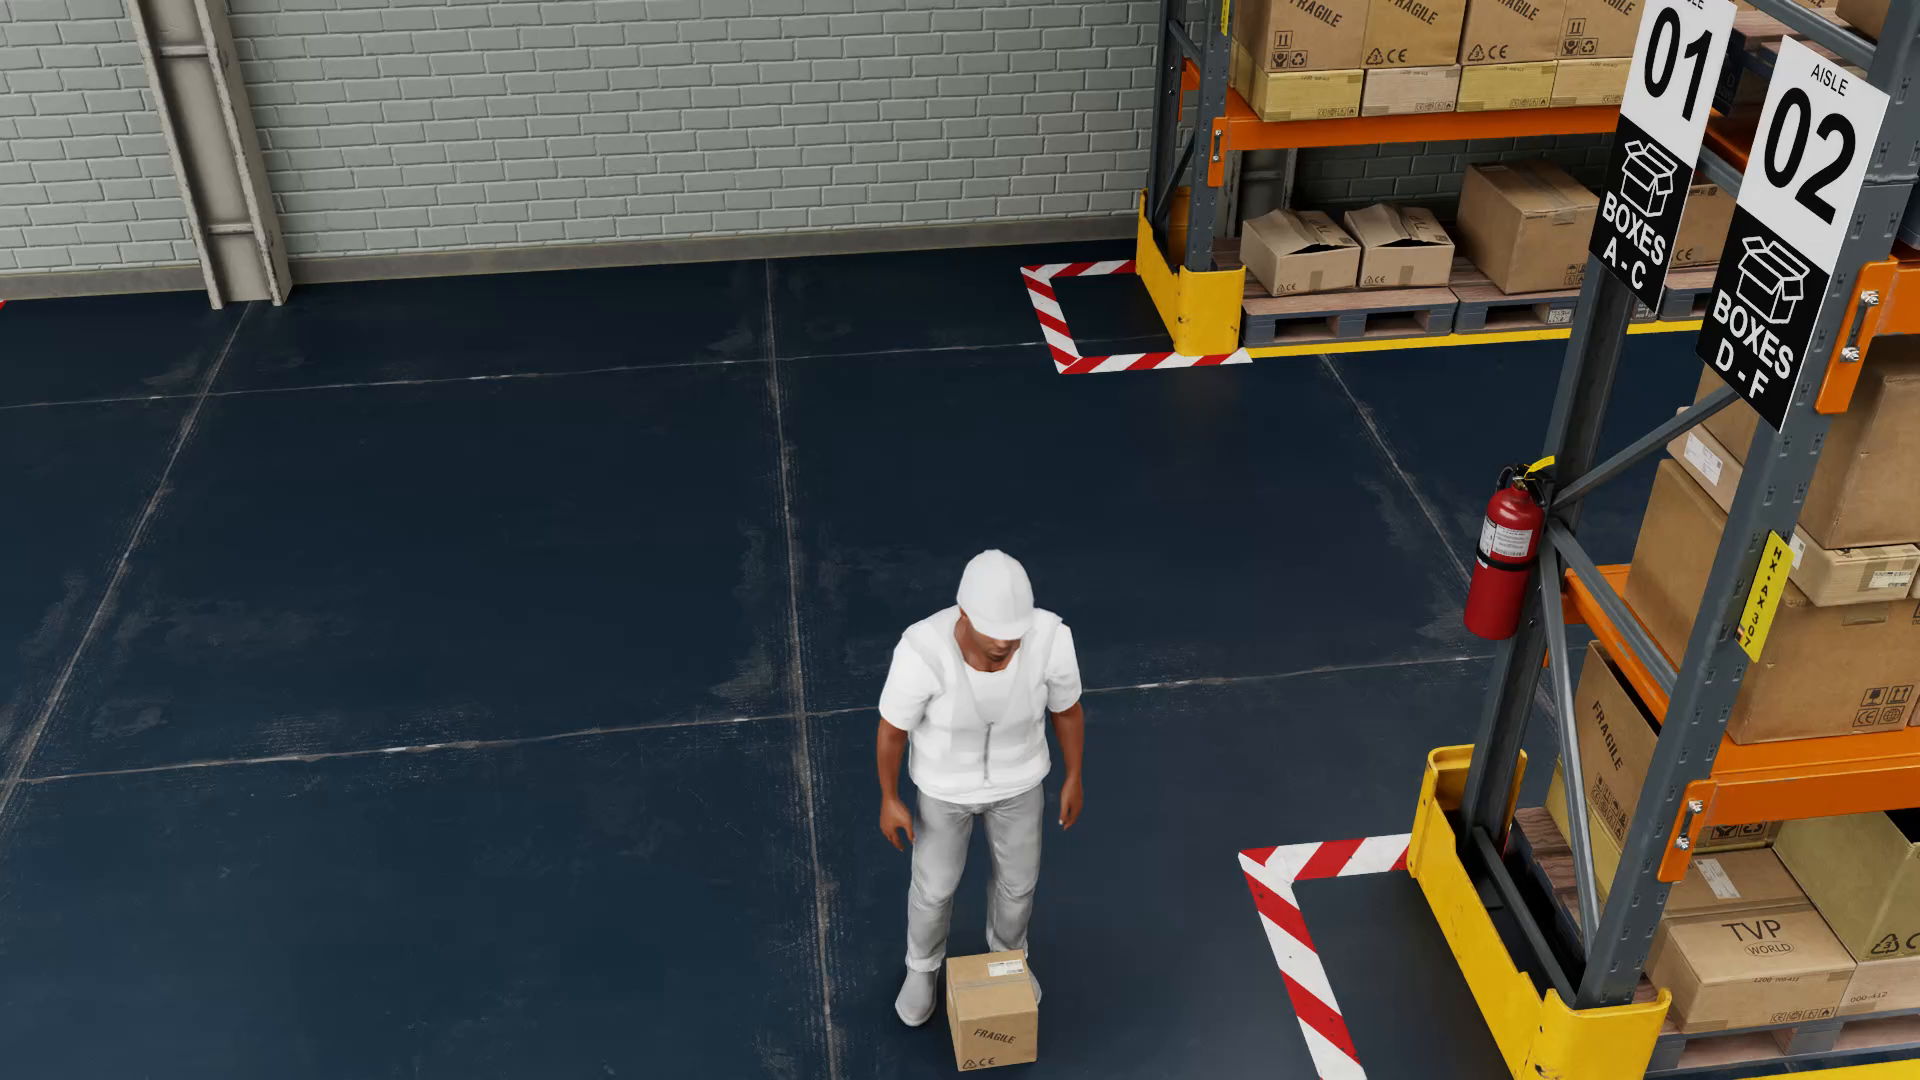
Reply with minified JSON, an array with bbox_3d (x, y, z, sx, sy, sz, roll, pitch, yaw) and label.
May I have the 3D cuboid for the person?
[{"bbox_3d":[0.066,0.747,5.045,0.638,1.761,0.457,-6,35,-8],"label":"person"}]
